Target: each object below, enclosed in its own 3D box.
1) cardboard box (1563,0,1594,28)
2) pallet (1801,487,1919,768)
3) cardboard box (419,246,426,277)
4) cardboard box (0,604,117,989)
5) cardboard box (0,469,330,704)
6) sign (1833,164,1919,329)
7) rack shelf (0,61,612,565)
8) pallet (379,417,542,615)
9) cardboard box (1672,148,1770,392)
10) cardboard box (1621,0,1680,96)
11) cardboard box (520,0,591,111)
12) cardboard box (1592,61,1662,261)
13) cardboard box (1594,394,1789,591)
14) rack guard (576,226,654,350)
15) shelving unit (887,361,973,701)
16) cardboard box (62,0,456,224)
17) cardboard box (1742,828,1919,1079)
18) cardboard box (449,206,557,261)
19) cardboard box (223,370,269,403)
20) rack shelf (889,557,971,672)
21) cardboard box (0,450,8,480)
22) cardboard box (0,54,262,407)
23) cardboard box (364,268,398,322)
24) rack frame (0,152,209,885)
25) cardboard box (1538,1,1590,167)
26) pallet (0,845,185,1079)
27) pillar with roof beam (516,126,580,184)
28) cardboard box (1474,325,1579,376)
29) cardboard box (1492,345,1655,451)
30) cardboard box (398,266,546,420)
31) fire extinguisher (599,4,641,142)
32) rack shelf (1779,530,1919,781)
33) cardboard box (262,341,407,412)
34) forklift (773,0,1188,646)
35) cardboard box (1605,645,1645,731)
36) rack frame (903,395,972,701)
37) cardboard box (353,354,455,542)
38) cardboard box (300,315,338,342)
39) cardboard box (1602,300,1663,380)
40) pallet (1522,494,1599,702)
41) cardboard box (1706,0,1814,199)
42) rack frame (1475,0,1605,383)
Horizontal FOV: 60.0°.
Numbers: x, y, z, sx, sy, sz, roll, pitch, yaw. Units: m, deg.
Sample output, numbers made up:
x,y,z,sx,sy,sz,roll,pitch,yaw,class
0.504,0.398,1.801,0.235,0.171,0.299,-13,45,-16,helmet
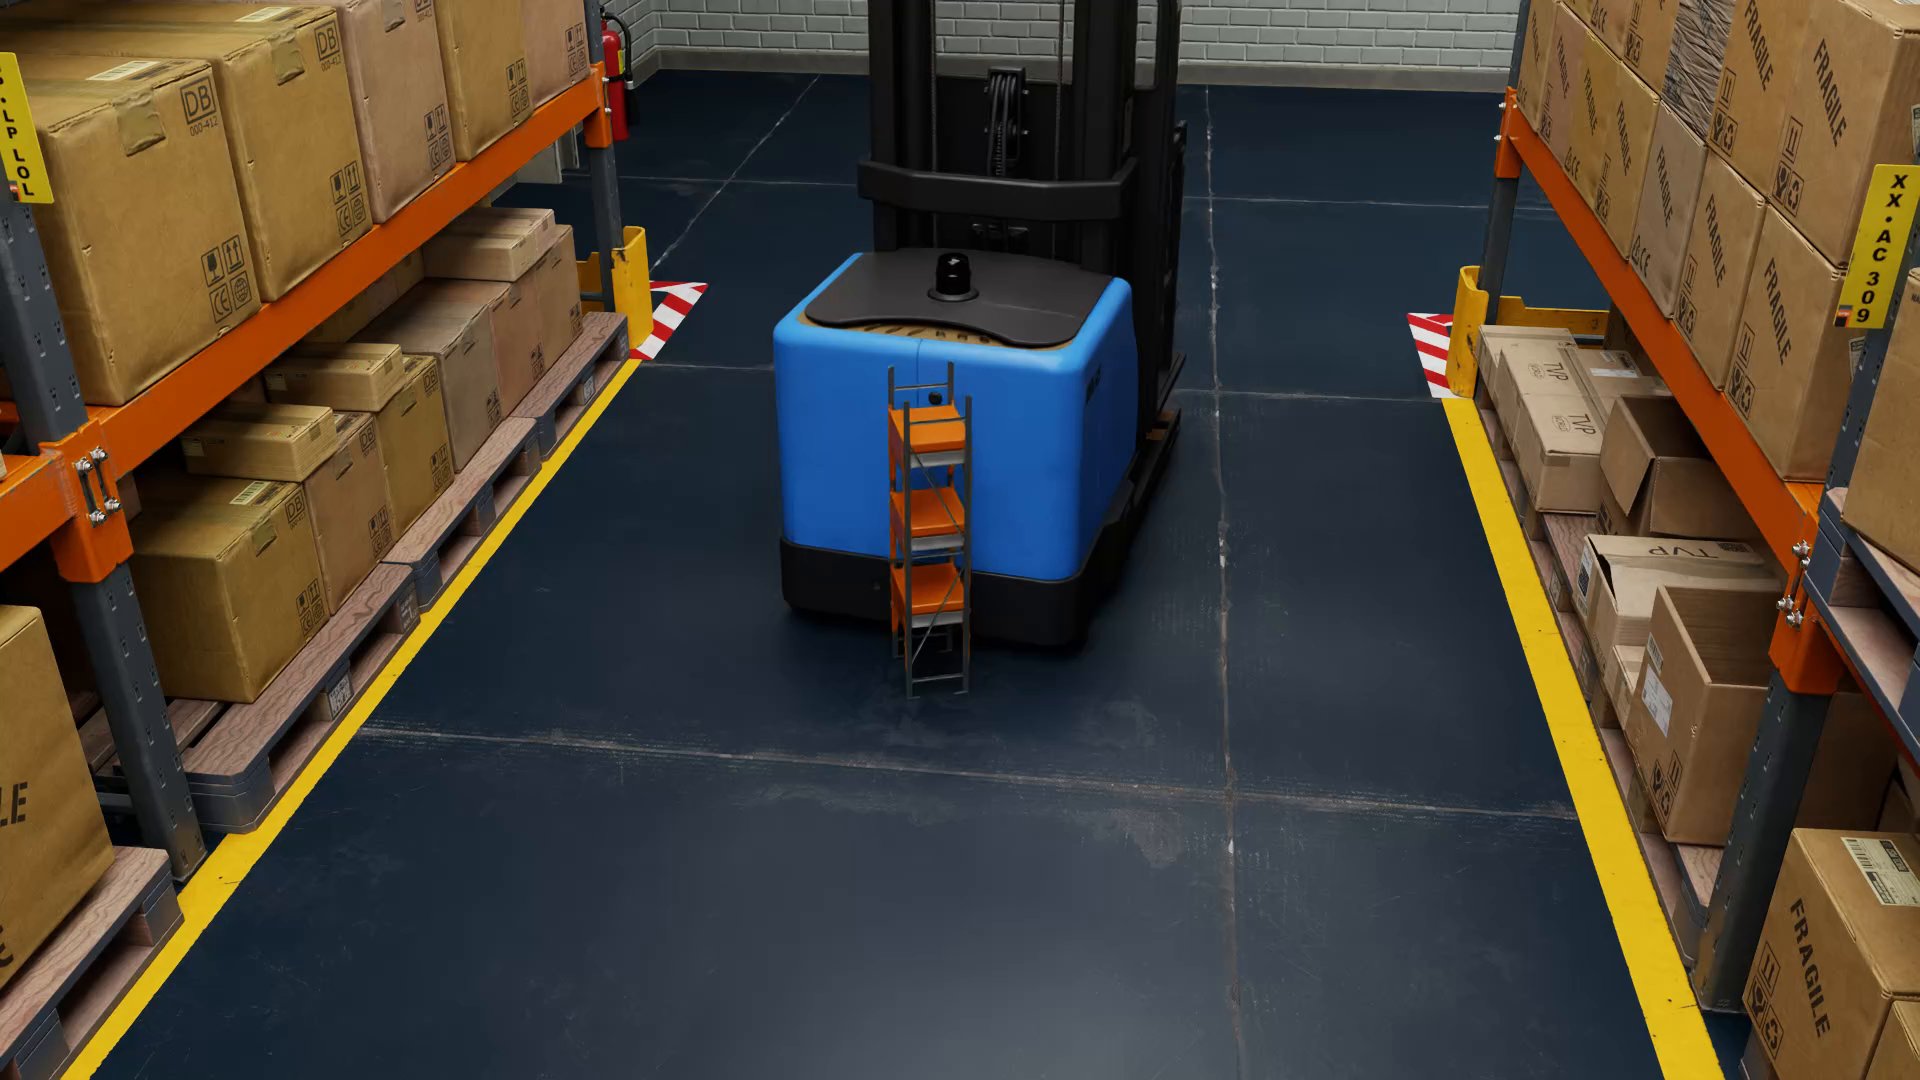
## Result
x,y,z,sx,sy,sz,roll,pitch,yaw,class
2.443,-2.083,5.795,0.500,0.500,0.500,4,29,7,cardboard box
2.119,0.298,2.737,1.003,0.211,1.213,3,28,6,pallet
-2.332,-1.192,6.809,0.380,0.149,0.250,3,29,6,cardboard box
-2.542,0.633,3.737,0.750,0.750,0.750,4,29,7,cardboard box
-2.398,0.127,5.044,0.700,0.500,0.500,4,29,7,cardboard box
1.786,-0.565,3.224,0.100,0.325,0.005,3,28,6,sign
-2.347,-1.067,5.827,1.077,0.370,4.000,3,28,6,rack shelf
-2.274,-0.144,6.295,1.003,0.211,1.213,3,28,6,pallet
2.194,-0.693,4.269,0.500,0.500,0.500,4,29,8,cardboard box
2.315,-1.609,4.914,0.500,0.500,0.500,3,28,6,cardboard box
-2.154,-2.217,6.886,0.980,0.700,0.700,5,29,9,cardboard box
2.314,-1.175,5.163,0.500,0.500,0.500,4,29,7,cardboard box
2.550,-0.136,5.507,0.797,0.503,0.637,3,28,6,cardboard box
-2.099,-1.236,8.017,1.175,0.500,0.348,3,28,6,rack guard
-0.095,-0.014,5.160,0.215,1.050,0.252,-6,31,-11,shelving unit
-2.335,-1.515,5.584,0.980,0.700,0.700,2,28,4,cardboard box
2.024,0.964,3.470,0.500,0.500,0.500,2,28,4,cardboard box
-1.923,-1.289,6.989,0.380,0.149,0.250,3,28,6,cardboard box
-2.519,-0.474,5.476,0.380,0.149,0.250,2,28,5,cardboard box
-0.097,0.236,5.305,0.215,0.259,0.240,-6,31,-11,rack shelf
-2.352,-0.165,3.638,0.380,0.149,0.250,4,29,7,cardboard box
-2.509,-0.829,4.310,0.980,0.700,0.700,4,29,7,cardboard box
-2.394,-0.954,6.368,0.380,0.149,0.250,4,29,7,cardboard box
-2.592,-0.442,3.909,1.000,3.000,0.127,3,28,6,rack frame
2.441,-1.647,6.038,0.500,0.500,0.500,3,28,6,cardboard box
-2.611,1.153,3.888,1.003,0.211,1.213,3,28,6,pallet
1.643,-6.037,7.969,9.100,9.000,0.400,3,28,6,pillar with roof beam
2.423,-0.801,7.116,0.380,0.149,0.250,3,28,6,cardboard box
2.406,-0.548,6.539,0.500,0.250,0.500,3,28,6,cardboard box
-2.149,-0.839,6.837,0.700,0.500,0.500,3,28,6,cardboard box
-1.625,-2.171,7.592,0.296,0.674,0.183,3,28,6,fire extinguisher
2.080,1.102,1.801,1.077,0.370,4.000,3,28,6,rack shelf
-2.111,-0.555,5.626,0.380,0.149,0.250,3,28,5,cardboard box
0.295,-1.625,6.177,1.130,2.935,3.031,8,29,14,forklift
2.100,0.440,4.812,0.380,0.149,0.250,3,28,6,cardboard box
-0.068,0.046,5.057,0.200,1.050,0.008,-6,31,-11,rack frame
-2.268,-0.351,5.931,0.700,0.500,0.500,4,29,7,cardboard box
-2.456,-0.714,5.922,0.380,0.149,0.250,3,28,5,cardboard box
2.993,-0.862,6.859,0.500,0.500,0.500,3,28,6,cardboard box
2.557,0.172,5.708,1.003,0.211,1.213,3,28,6,pallet
2.190,-1.135,4.034,0.500,0.500,0.500,3,28,5,cardboard box
2.815,-2.039,6.873,1.000,3.000,0.127,3,28,6,rack frame
